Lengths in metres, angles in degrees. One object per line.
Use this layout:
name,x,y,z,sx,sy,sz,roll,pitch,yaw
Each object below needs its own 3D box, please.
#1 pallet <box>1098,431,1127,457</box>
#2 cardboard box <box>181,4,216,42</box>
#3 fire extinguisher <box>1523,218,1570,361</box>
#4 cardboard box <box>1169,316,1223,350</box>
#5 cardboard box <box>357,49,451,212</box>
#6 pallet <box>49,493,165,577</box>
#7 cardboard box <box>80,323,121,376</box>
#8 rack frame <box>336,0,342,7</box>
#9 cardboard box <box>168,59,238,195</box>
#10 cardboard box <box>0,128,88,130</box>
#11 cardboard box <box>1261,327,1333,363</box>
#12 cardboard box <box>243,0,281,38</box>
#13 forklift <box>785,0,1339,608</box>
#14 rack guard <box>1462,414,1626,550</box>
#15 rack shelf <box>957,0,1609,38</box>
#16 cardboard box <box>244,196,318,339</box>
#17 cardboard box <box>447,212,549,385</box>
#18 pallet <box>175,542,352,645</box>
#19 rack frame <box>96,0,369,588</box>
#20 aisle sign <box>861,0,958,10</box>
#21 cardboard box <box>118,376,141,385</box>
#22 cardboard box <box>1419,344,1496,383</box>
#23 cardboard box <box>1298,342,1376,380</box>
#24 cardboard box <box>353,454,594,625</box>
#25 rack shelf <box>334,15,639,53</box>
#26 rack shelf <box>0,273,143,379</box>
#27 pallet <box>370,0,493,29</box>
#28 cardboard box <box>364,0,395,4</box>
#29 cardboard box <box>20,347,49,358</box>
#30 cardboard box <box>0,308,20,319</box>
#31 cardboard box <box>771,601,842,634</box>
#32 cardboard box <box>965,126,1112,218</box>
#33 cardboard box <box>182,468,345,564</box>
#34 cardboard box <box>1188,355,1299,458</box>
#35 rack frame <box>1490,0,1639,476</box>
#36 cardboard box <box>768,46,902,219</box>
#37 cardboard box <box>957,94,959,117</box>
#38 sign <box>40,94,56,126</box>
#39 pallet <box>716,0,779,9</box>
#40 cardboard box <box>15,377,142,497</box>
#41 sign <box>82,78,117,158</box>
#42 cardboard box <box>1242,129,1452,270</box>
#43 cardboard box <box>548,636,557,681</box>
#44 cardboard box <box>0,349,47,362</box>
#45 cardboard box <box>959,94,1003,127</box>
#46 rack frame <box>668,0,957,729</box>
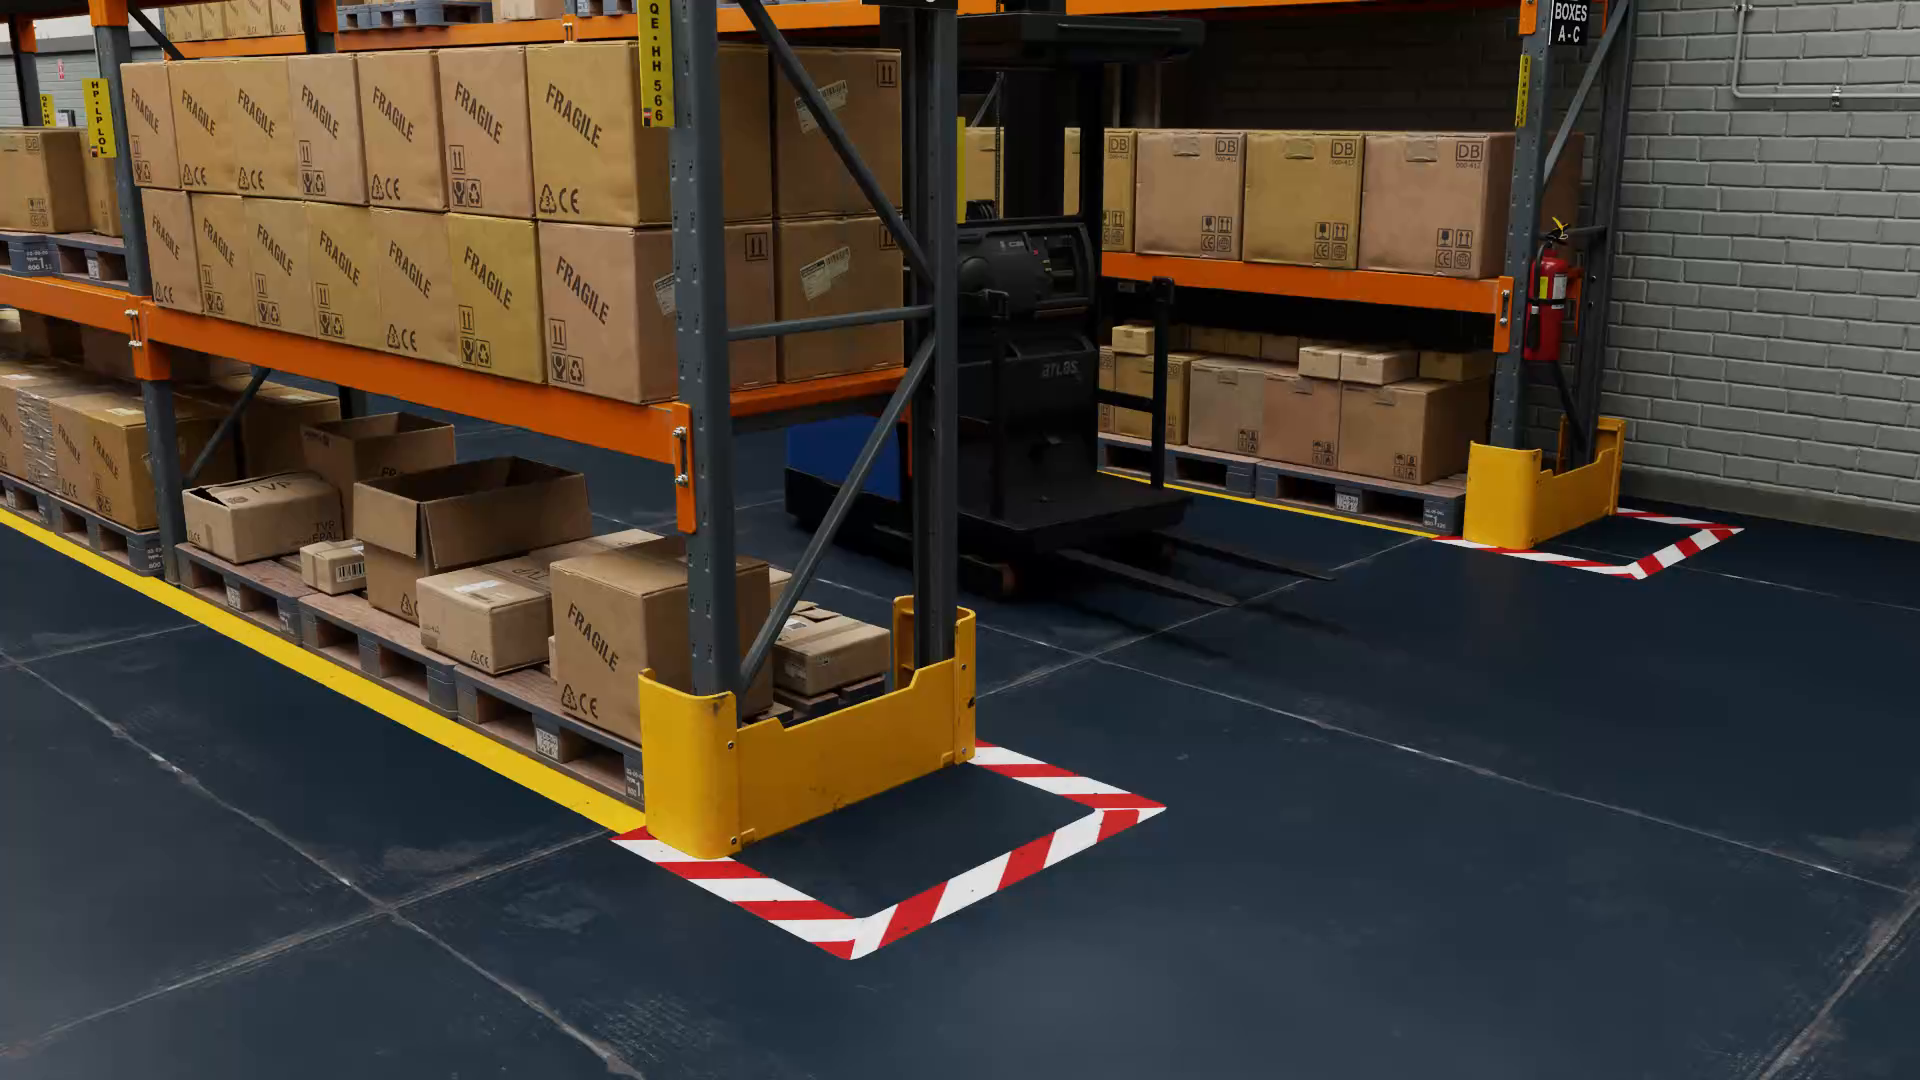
pallet,0.653,-0.737,10.844,1.213,0.211,1.003,14,20,42
cardboard box,-8.050,-5.640,17.940,0.500,0.500,0.500,-13,19,-41
fire extinguisher,2.827,-1.206,8.005,0.183,0.674,0.296,14,20,42
cardboard box,1.412,-1.271,10.201,0.250,0.149,0.380,14,20,43
cardboard box,-1.648,-1.373,5.570,0.500,0.500,0.500,-14,20,-43
pallet,-3.888,-0.120,8.476,1.213,0.211,1.003,14,20,42
cardboard box,-4.536,-1.092,9.272,0.500,0.250,0.500,13,20,41
rack frame,-5.599,-6.537,15.674,0.127,3.000,1.000,14,20,42
cardboard box,-2.760,-1.643,6.607,0.500,0.500,0.500,13,19,40
cardboard box,-5.098,-2.002,9.134,0.700,0.500,0.500,-10,18,-34
cardboard box,1.966,-1.137,9.686,0.250,0.149,0.380,14,20,43
cardboard box,-6.915,-5.368,16.899,0.500,0.500,0.500,13,19,40
forklift,0.389,-1.294,7.584,1.130,2.935,3.031,-11,18,-37
rack guard,3.056,-0.320,8.670,0.348,0.500,1.175,14,20,42
rack shelf,1.599,-2.988,9.427,4.000,0.370,1.077,14,20,42
cardboard box,-2.369,-1.067,6.380,0.500,0.500,0.500,14,20,42
cardboard box,-1.284,-0.802,5.362,0.500,0.500,0.500,14,20,43
pallet,-2.782,0.135,7.494,1.213,0.211,1.003,14,20,42
rack frame,-3.276,-1.334,7.604,0.127,3.000,1.000,14,20,42
aisle sign,-0.144,-1.934,4.748,0.004,0.787,0.394,14,20,42
cardboard box,-4.201,-0.647,9.050,0.500,0.500,0.500,14,20,43
cardboard box,2.695,-0.960,9.007,0.250,0.149,0.380,14,20,43
cardboard box,2.062,-0.980,9.082,0.380,0.149,0.250,-14,20,-43
cardboard box,-1.920,-0.011,6.605,0.637,0.503,0.797,14,20,42
rack shelf,-4.160,-4.388,14.800,4.000,0.370,1.077,14,20,42
rack shelf,-4.716,-1.336,9.038,4.000,0.370,1.077,14,20,42
pallet,-4.480,-4.687,14.893,1.003,0.211,1.213,14,20,42
cardboard box,-5.261,-5.227,15.564,0.500,0.500,0.500,-11,18,-36
cardboard box,-5.319,-0.917,10.086,0.500,0.500,0.500,-14,20,-42
cardboard box,-6.713,-1.414,11.417,0.500,0.311,0.500,13,19,41
cardboard box,-0.639,0.344,5.908,0.250,0.166,0.380,14,20,42
cardboard box,0.539,-2.281,10.644,0.700,0.700,0.980,14,20,43
cardboard box,-3.124,-0.133,7.455,0.500,0.311,0.500,14,20,42
cardboard box,1.743,-0.808,9.707,0.500,0.500,0.700,13,19,40
rack frame,3.039,-1.534,8.371,0.127,3.000,1.000,14,20,42
cardboard box,-0.533,-1.292,5.261,0.500,0.500,0.500,-14,20,-42
cardboard box,-0.354,-2.834,11.046,0.500,0.250,0.500,-14,20,-43
sign,-5.786,-2.657,10.539,0.005,0.325,0.100,14,20,42
pallet,-1.412,-3.996,12.245,1.003,0.211,1.213,-13,20,-42
cardboard box,-4.541,-0.548,8.671,0.500,0.500,0.500,14,20,43
sign,-3.659,-1.793,7.069,0.005,0.325,0.100,14,20,42
cardboard box,2.134,-1.892,9.149,0.700,0.700,0.980,13,20,42
cardboard box,-1.188,0.386,5.748,0.250,0.166,0.380,14,20,42
cardboard box,-5.645,-0.816,9.698,0.500,0.500,0.500,13,19,40
cardboard box,0.009,-2.927,11.401,0.500,0.250,0.500,-14,20,-42
rack frame,-0.396,-0.634,4.917,0.127,3.000,1.000,14,20,42
